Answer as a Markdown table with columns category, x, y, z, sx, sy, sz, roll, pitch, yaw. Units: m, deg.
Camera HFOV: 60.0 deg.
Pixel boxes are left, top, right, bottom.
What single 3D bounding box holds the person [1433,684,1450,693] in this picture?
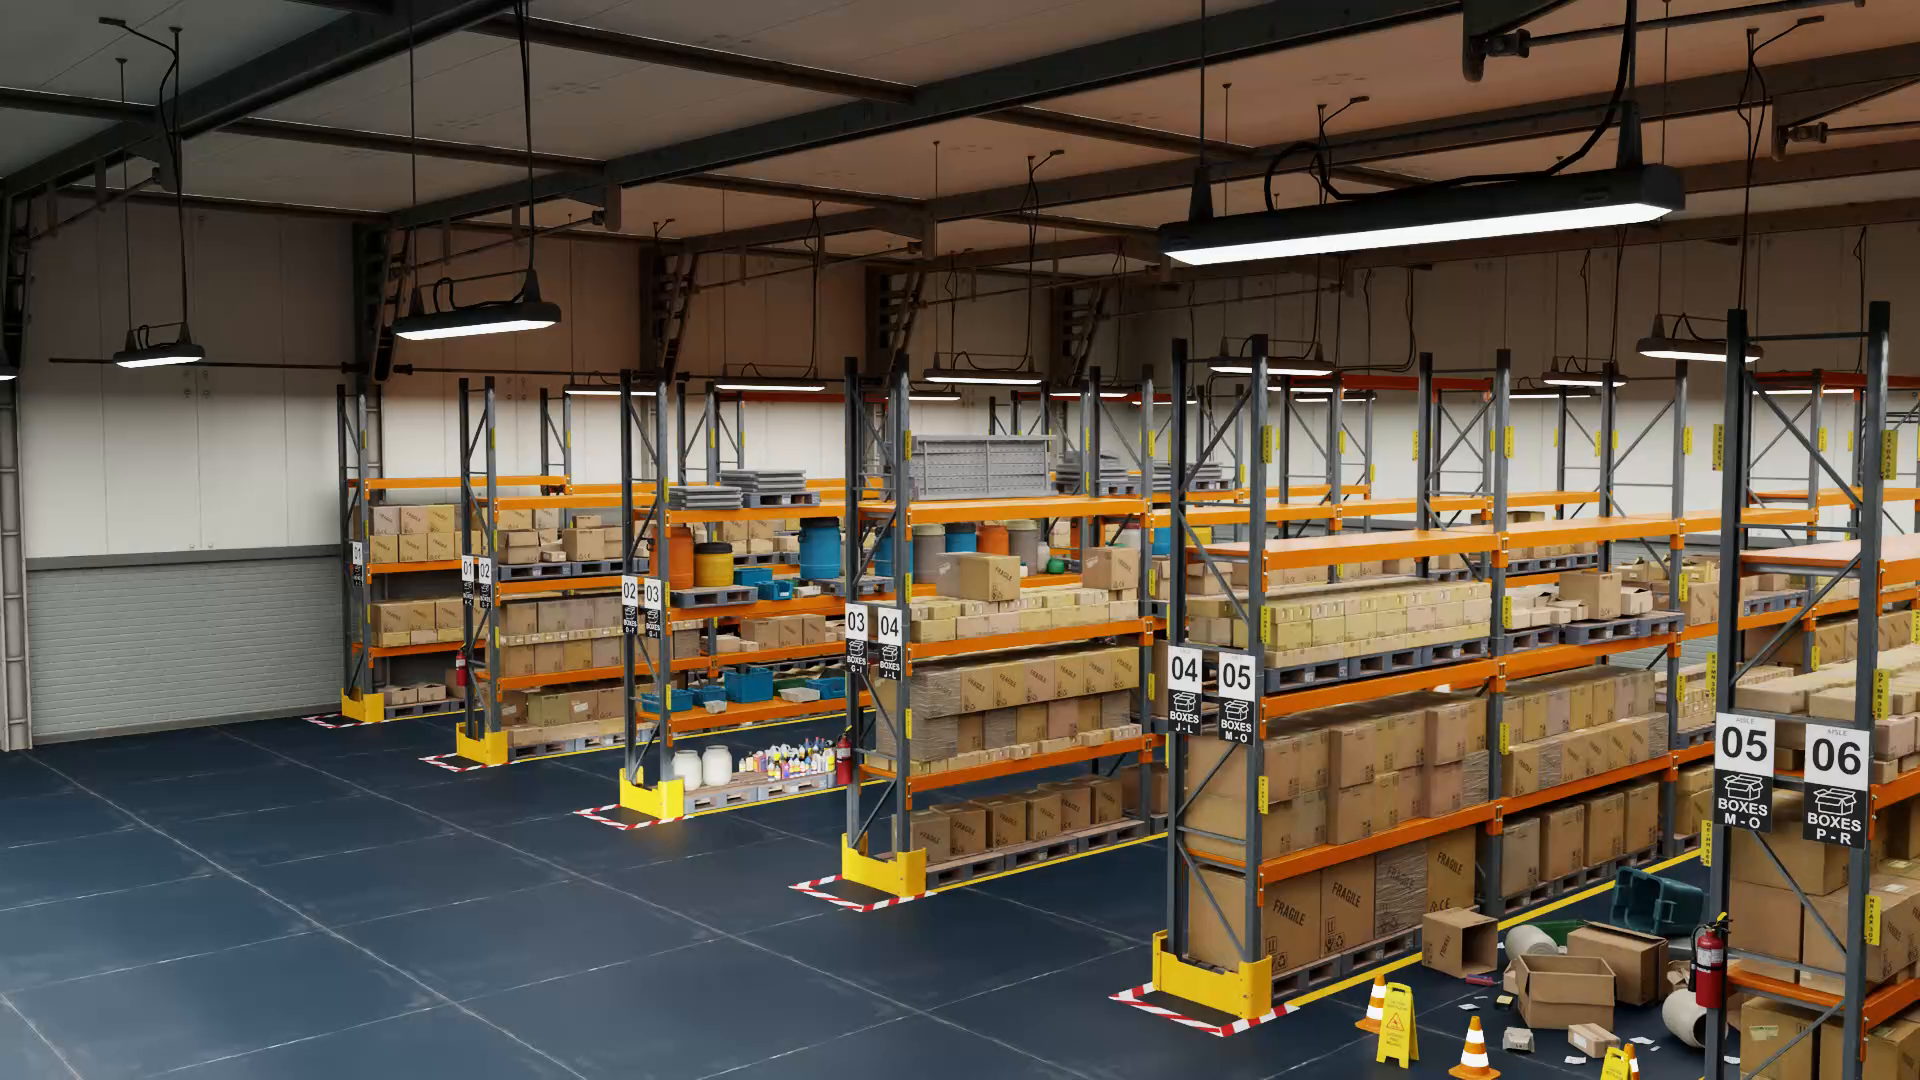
| category | x | y | z | sx | sy | sz | roll | pitch | yaw |
| --- | --- | --- | --- | --- | --- | --- | --- | --- | --- |
| person | 7.080 | 2.807 | 23.736 | 0.876 | 1.602 | 0.681 | -2 | 4 | -33 |
